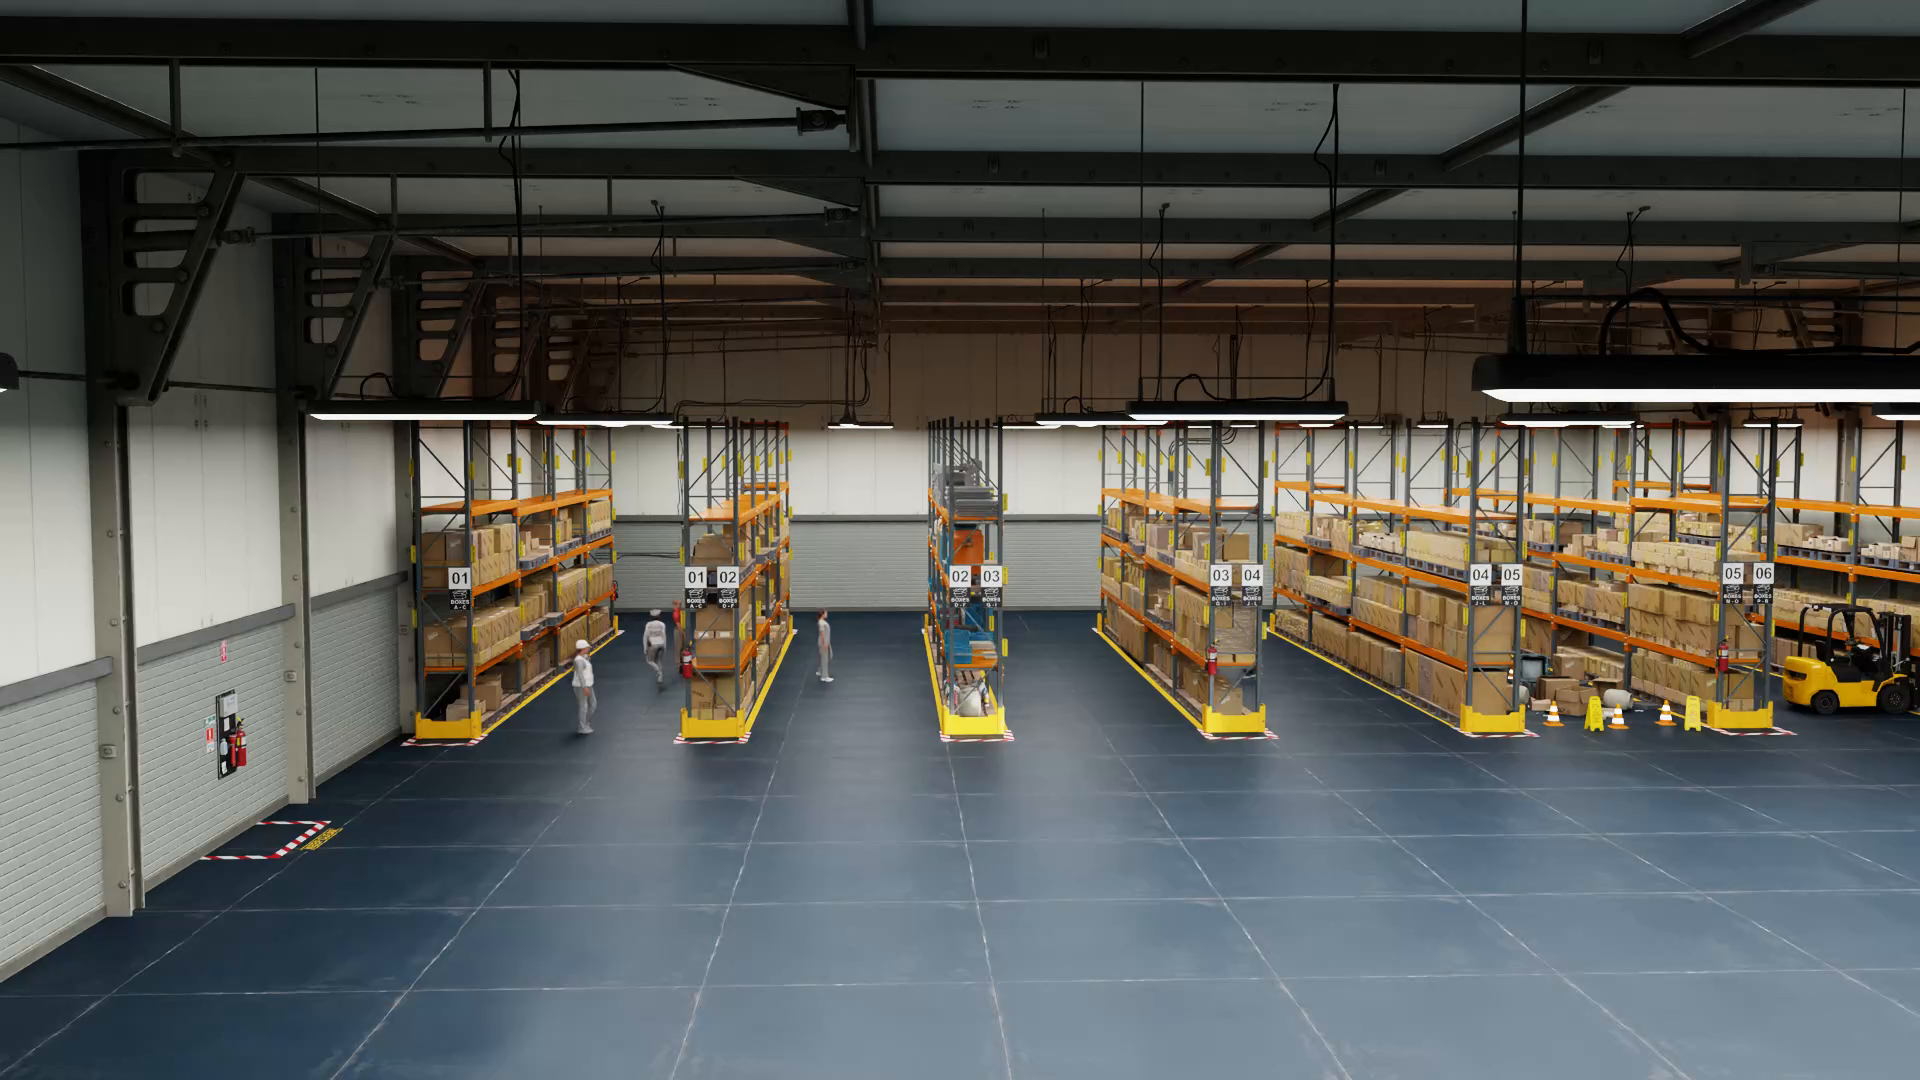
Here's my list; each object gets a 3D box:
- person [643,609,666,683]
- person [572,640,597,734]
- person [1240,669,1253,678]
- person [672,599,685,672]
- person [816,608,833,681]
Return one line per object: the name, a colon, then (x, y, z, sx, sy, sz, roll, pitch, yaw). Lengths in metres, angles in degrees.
person: (-6.890, 2.410, 37.690, 0.542, 1.682, 0.510, 4, 5, 44)
person: (-7.153, 2.801, 31.618, 0.417, 1.821, 0.579, 0, 4, 8)
person: (6.691, 2.414, 38.579, 0.353, 1.607, 0.429, 2, 4, 28)
person: (-6.608, 2.295, 39.627, 0.597, 1.763, 0.562, 2, 4, 28)
person: (-3.125, 2.405, 38.277, 0.464, 1.689, 0.519, 0, 4, 6)
